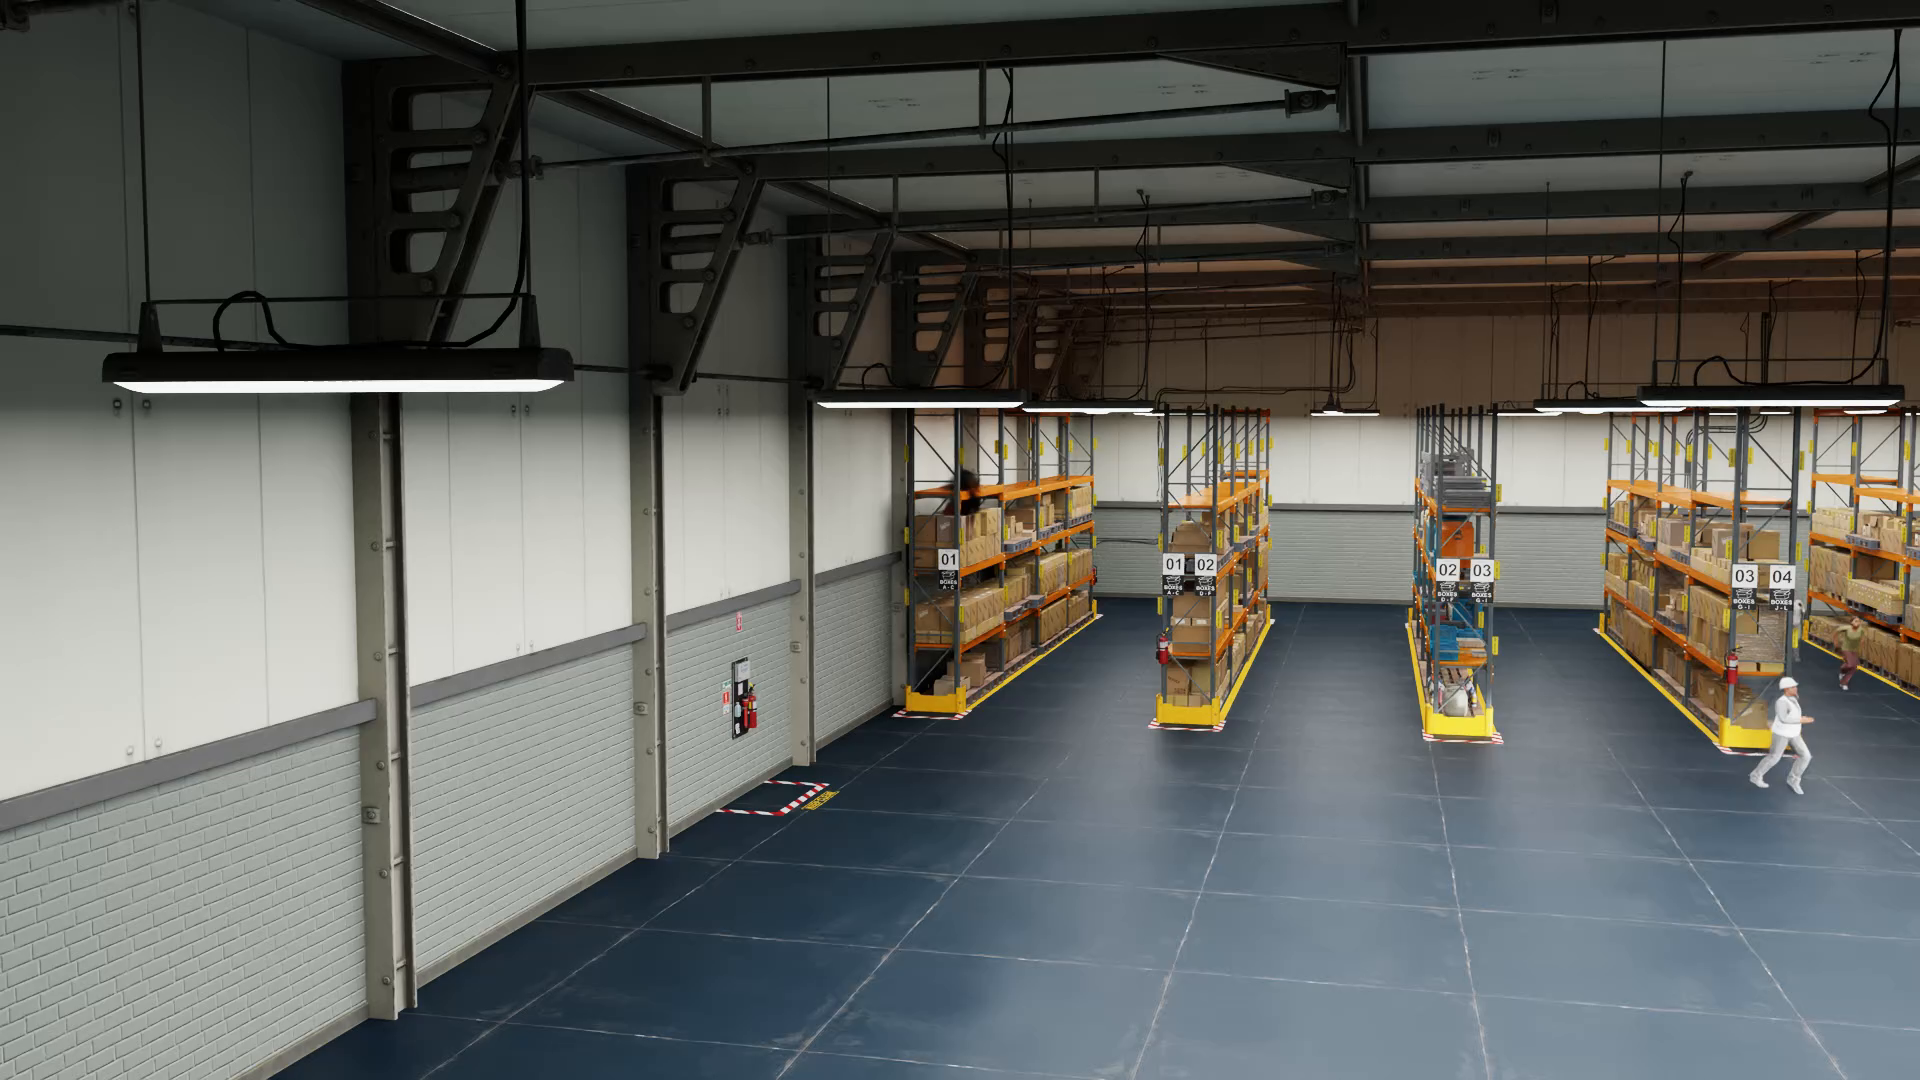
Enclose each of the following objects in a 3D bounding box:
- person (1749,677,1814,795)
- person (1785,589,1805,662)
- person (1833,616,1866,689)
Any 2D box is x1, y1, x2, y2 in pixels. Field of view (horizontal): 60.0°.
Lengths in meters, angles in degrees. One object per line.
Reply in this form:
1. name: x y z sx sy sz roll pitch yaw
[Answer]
1. person: 12.618 2.991 25.442 0.664 1.807 0.887 -3 5 -40
2. person: 19.730 2.018 39.405 0.594 1.753 0.753 1 4 15
3. person: 18.834 2.377 35.147 0.569 1.595 0.658 0 4 2
